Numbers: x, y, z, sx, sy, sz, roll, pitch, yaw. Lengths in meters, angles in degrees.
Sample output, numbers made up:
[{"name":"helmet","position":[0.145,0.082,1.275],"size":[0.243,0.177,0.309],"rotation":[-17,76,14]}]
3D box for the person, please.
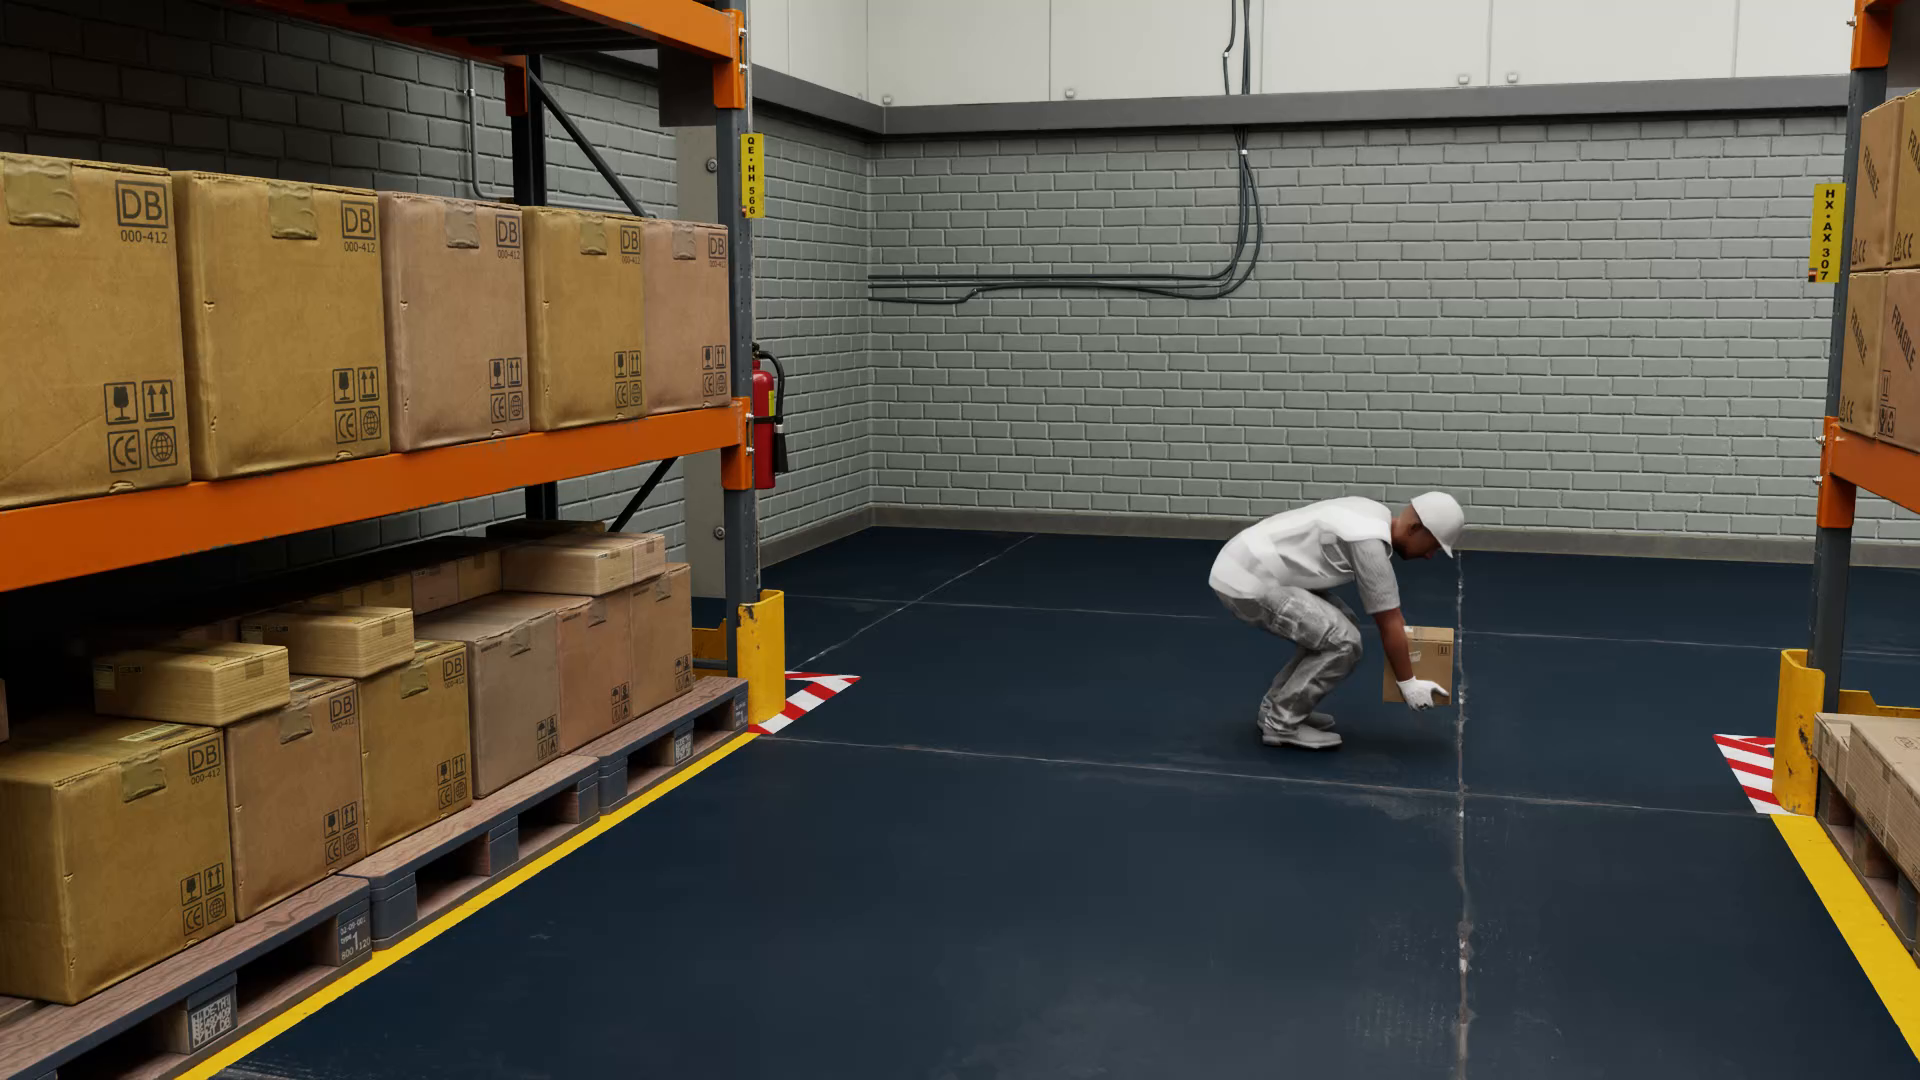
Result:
[{"name":"person","position":[1.452,0.296,6.487],"size":[0.954,0.994,0.542],"rotation":[2,8,14]}]
